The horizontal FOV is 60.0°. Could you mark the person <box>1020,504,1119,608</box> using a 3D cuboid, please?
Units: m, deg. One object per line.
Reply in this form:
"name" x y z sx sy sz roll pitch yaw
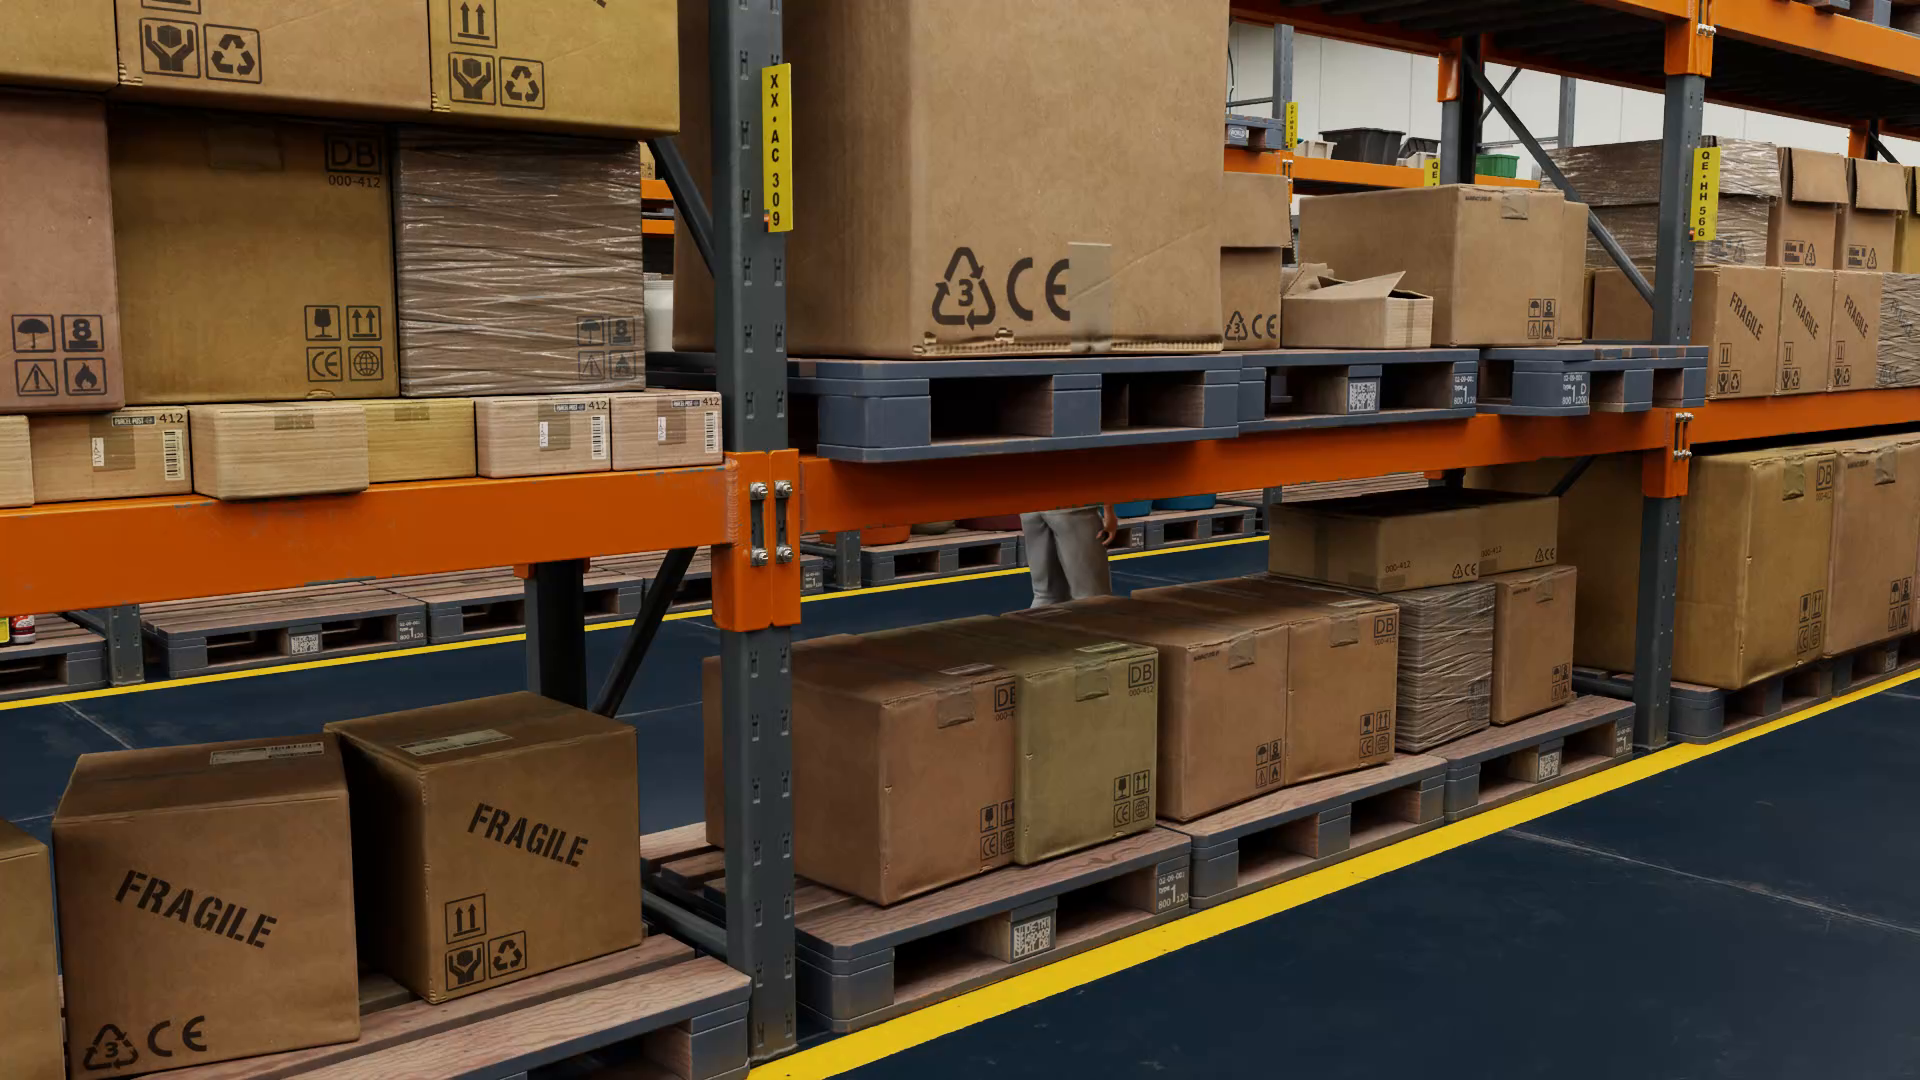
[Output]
"person" 0.426 -0.098 6.617 0.359 1.651 0.487 -7 10 -42
